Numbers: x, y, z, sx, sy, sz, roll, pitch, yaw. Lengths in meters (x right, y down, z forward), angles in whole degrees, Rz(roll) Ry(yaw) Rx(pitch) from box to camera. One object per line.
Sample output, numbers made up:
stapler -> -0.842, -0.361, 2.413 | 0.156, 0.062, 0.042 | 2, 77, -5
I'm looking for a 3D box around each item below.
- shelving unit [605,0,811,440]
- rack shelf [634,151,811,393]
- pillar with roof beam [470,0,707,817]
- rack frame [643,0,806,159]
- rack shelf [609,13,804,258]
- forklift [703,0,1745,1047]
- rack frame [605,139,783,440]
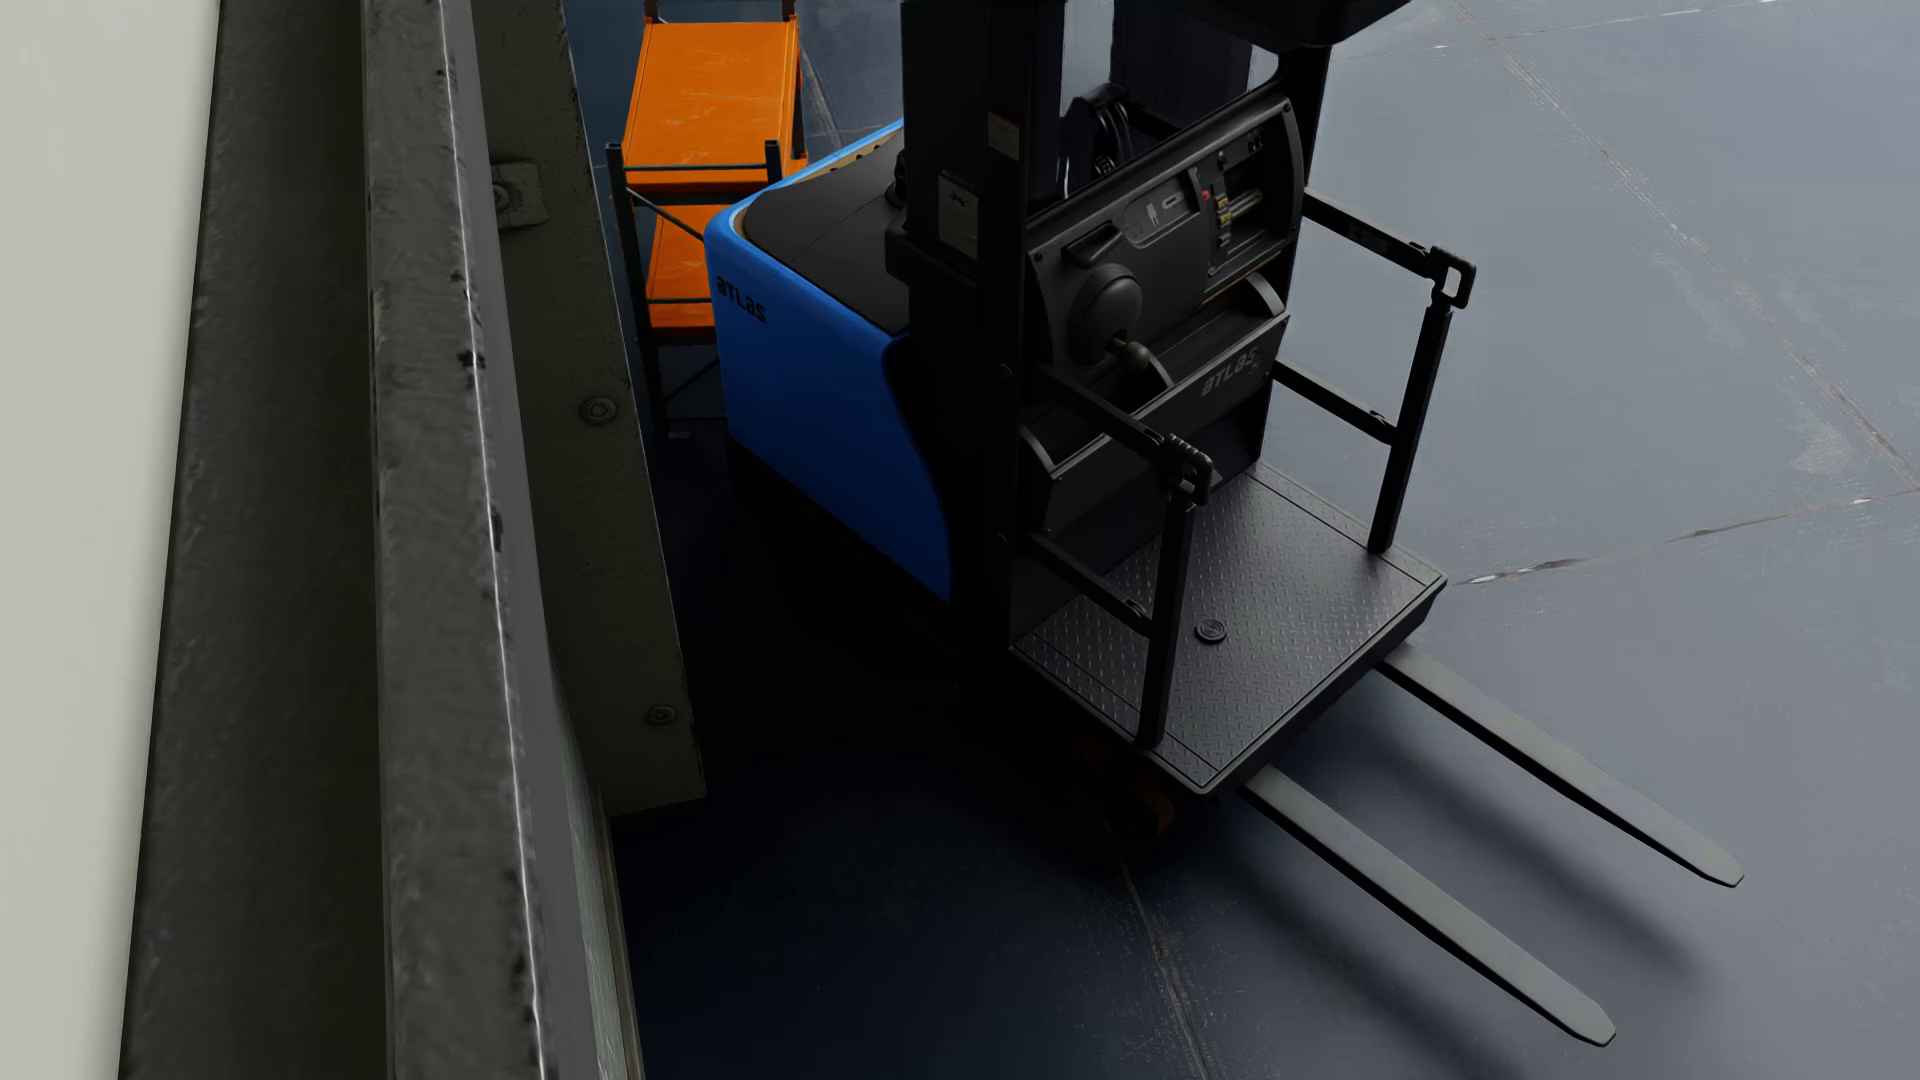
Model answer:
shelving unit -> -0.788, -1.111, 5.551 | 0.538, 1.125, 1.048 | -1, 46, -1
rack shelf -> -0.788, -0.940, 5.726 | 0.538, 0.278, 1.000 | -1, 46, -1
pillar with roof beam -> 3.269, -3.344, 2.226 | 9.100, 9.000, 0.400 | -11, 47, -10
rack frame -> -0.806, -1.474, 5.906 | 0.500, 1.125, 0.032 | -1, 46, -1
rack shelf -> -0.788, -1.316, 5.342 | 0.538, 0.278, 1.000 | -1, 46, -1
forklift -> 0.654, -0.650, 3.835 | 1.130, 2.935, 3.031 | -35, 55, -29
rack frame -> -0.771, -0.748, 5.195 | 0.500, 1.125, 0.032 | -1, 46, -1
